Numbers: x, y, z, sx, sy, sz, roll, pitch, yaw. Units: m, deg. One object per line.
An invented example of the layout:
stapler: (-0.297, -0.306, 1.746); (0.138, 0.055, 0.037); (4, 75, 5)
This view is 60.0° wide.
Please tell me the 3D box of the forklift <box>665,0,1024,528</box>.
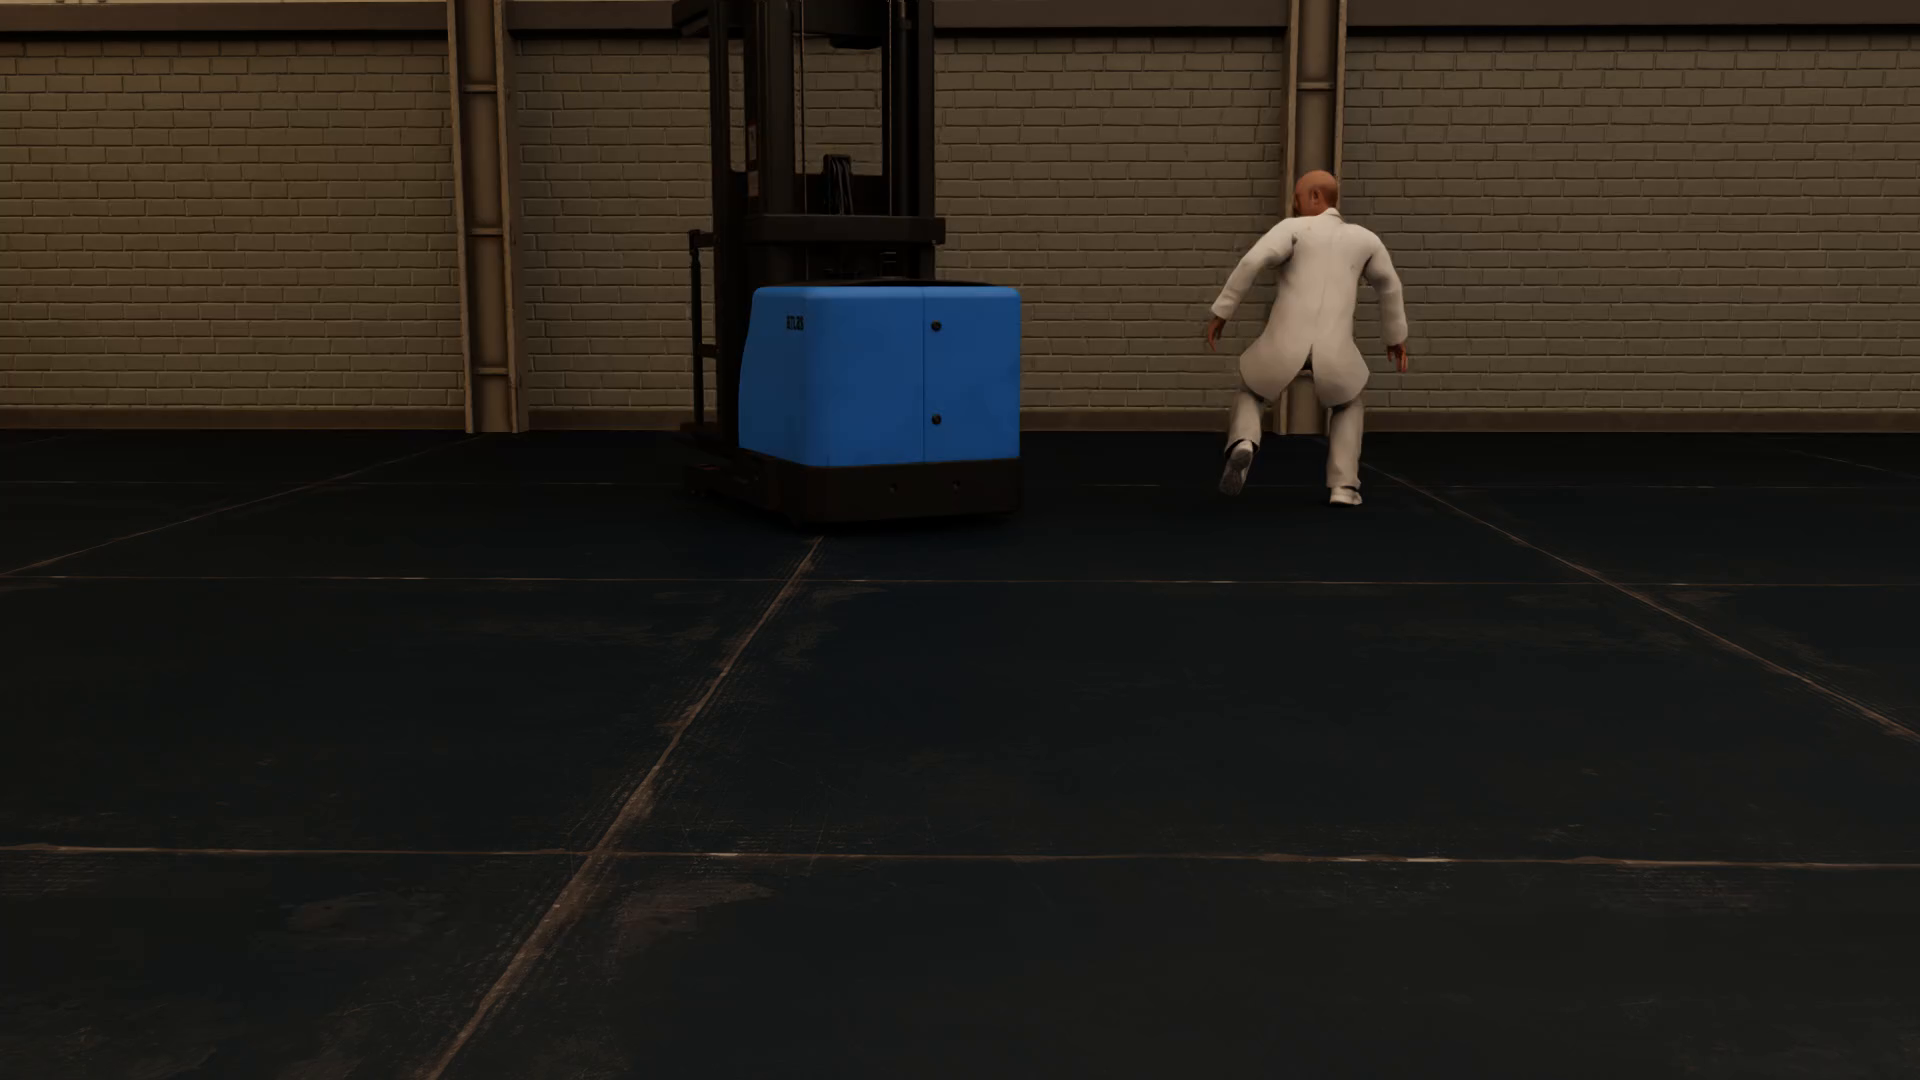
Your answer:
forklift: (-0.795, -1.685, 8.455); (1.130, 2.935, 3.031); (-4, 10, -25)

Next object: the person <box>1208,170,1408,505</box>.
person: (1.719, -0.969, 8.171); (1.026, 1.662, 0.543); (0, 9, 3)
